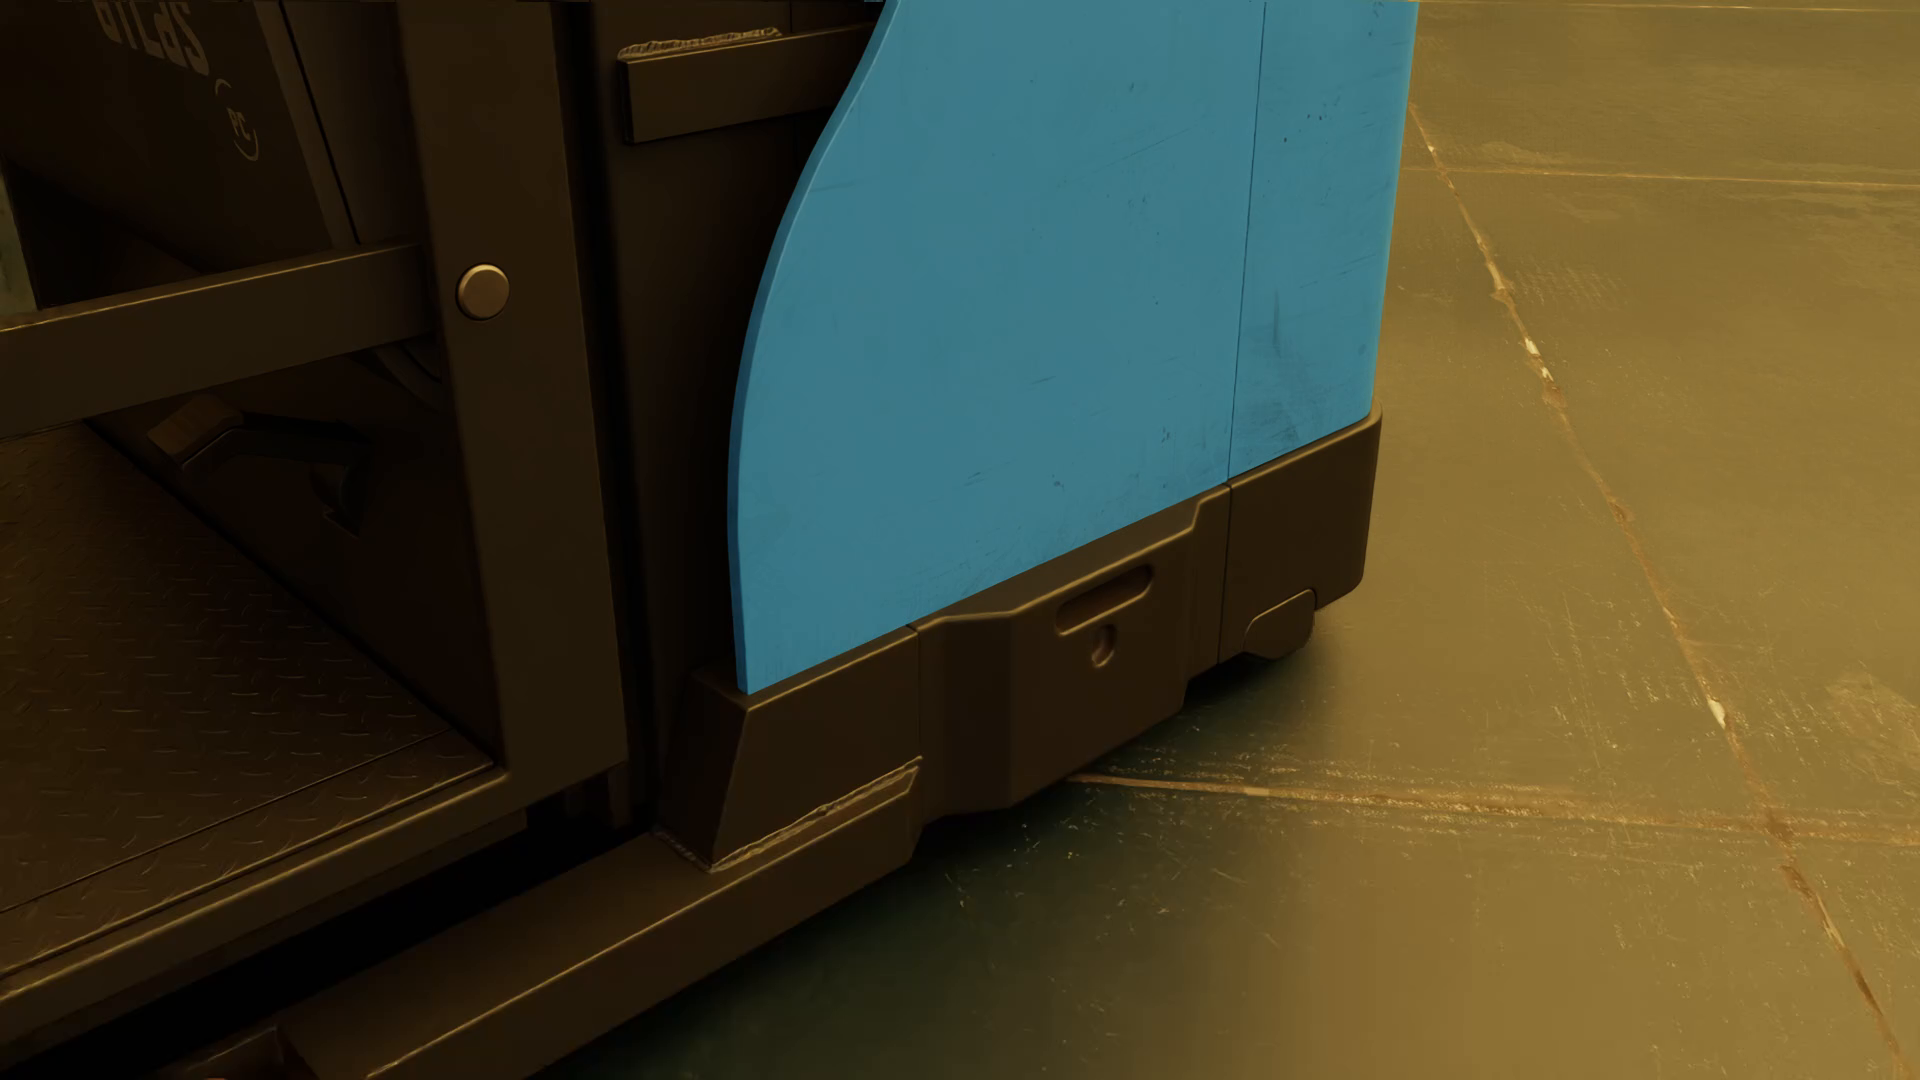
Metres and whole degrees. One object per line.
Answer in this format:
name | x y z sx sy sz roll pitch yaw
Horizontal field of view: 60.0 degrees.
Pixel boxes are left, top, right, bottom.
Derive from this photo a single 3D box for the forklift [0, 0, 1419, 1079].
forklift | -0.874 -0.919 1.058 3.031 2.935 1.130 -23 34 -38
